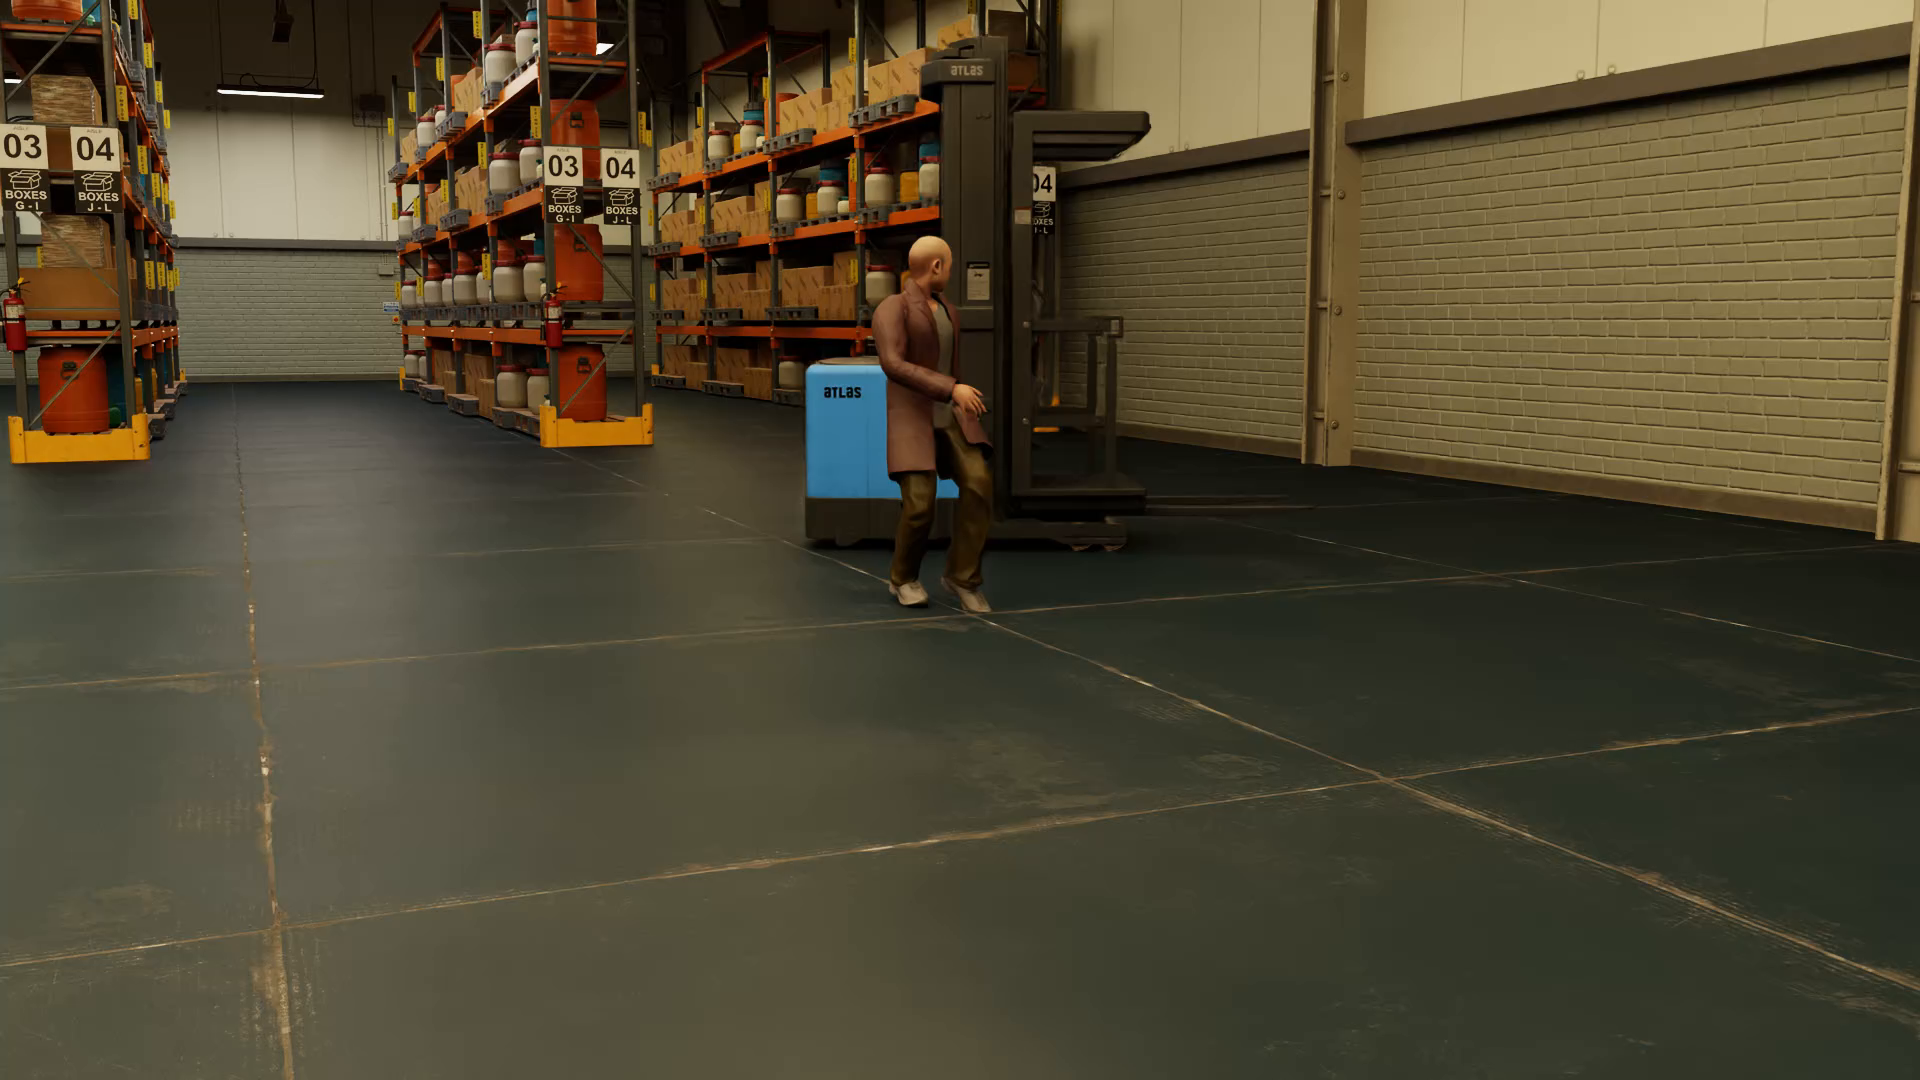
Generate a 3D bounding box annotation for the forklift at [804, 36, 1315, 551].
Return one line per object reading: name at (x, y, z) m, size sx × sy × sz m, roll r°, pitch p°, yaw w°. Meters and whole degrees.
forklift at (0.592, -1.461, 10.021) m, size 3.031 × 2.935 × 1.130 m, roll 0°, pitch 8°, yaw -2°

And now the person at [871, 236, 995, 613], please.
person at (-0.148, -0.513, 7.764) m, size 0.689 × 1.784 × 0.825 m, roll -5°, pitch 9°, yaw -34°
